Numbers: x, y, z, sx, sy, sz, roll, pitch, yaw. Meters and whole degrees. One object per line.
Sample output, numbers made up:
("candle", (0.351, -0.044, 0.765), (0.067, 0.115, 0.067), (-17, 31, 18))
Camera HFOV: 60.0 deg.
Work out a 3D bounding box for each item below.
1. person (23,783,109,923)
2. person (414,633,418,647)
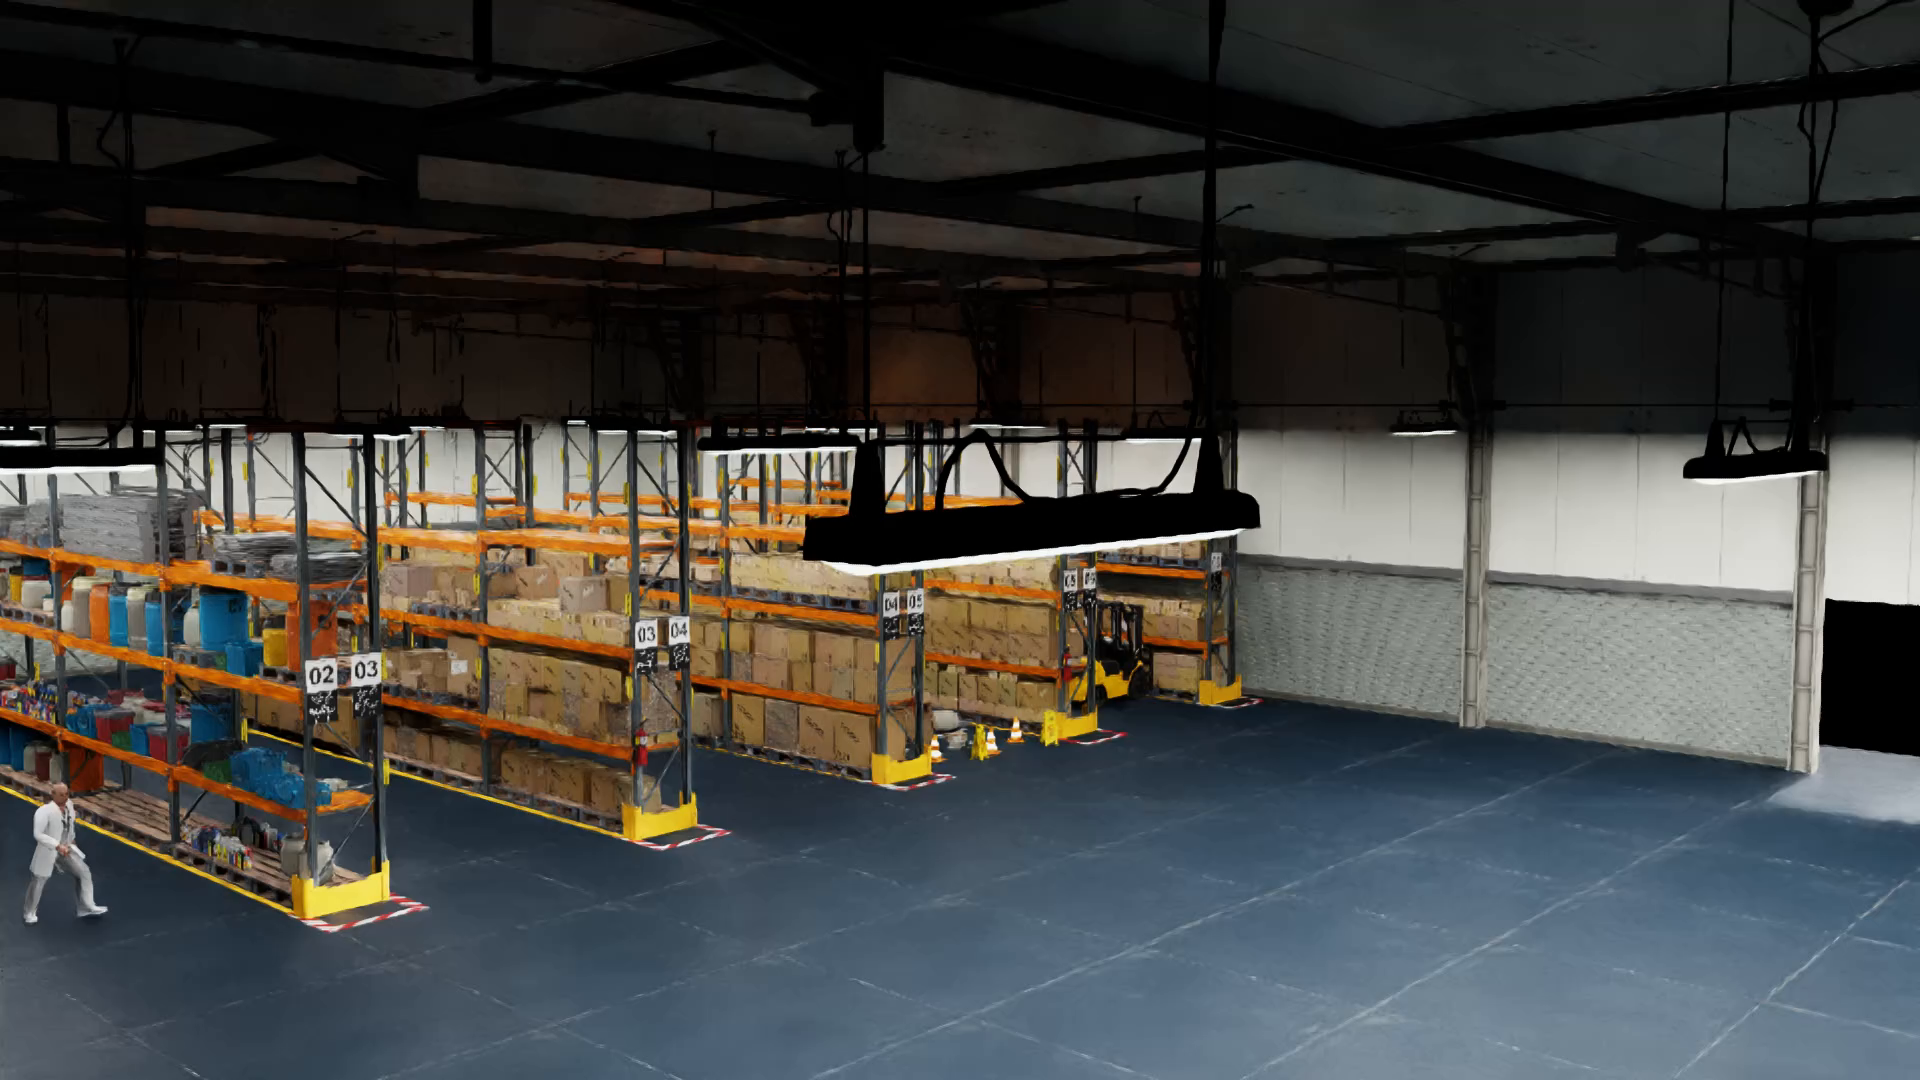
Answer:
("person", (-11.062, 3.801, 20.349), (0.889, 1.714, 0.737), (2, 5, 24))
("person", (-14.134, 2.066, 42.551), (0.476, 1.591, 0.479), (-1, 5, -8))
